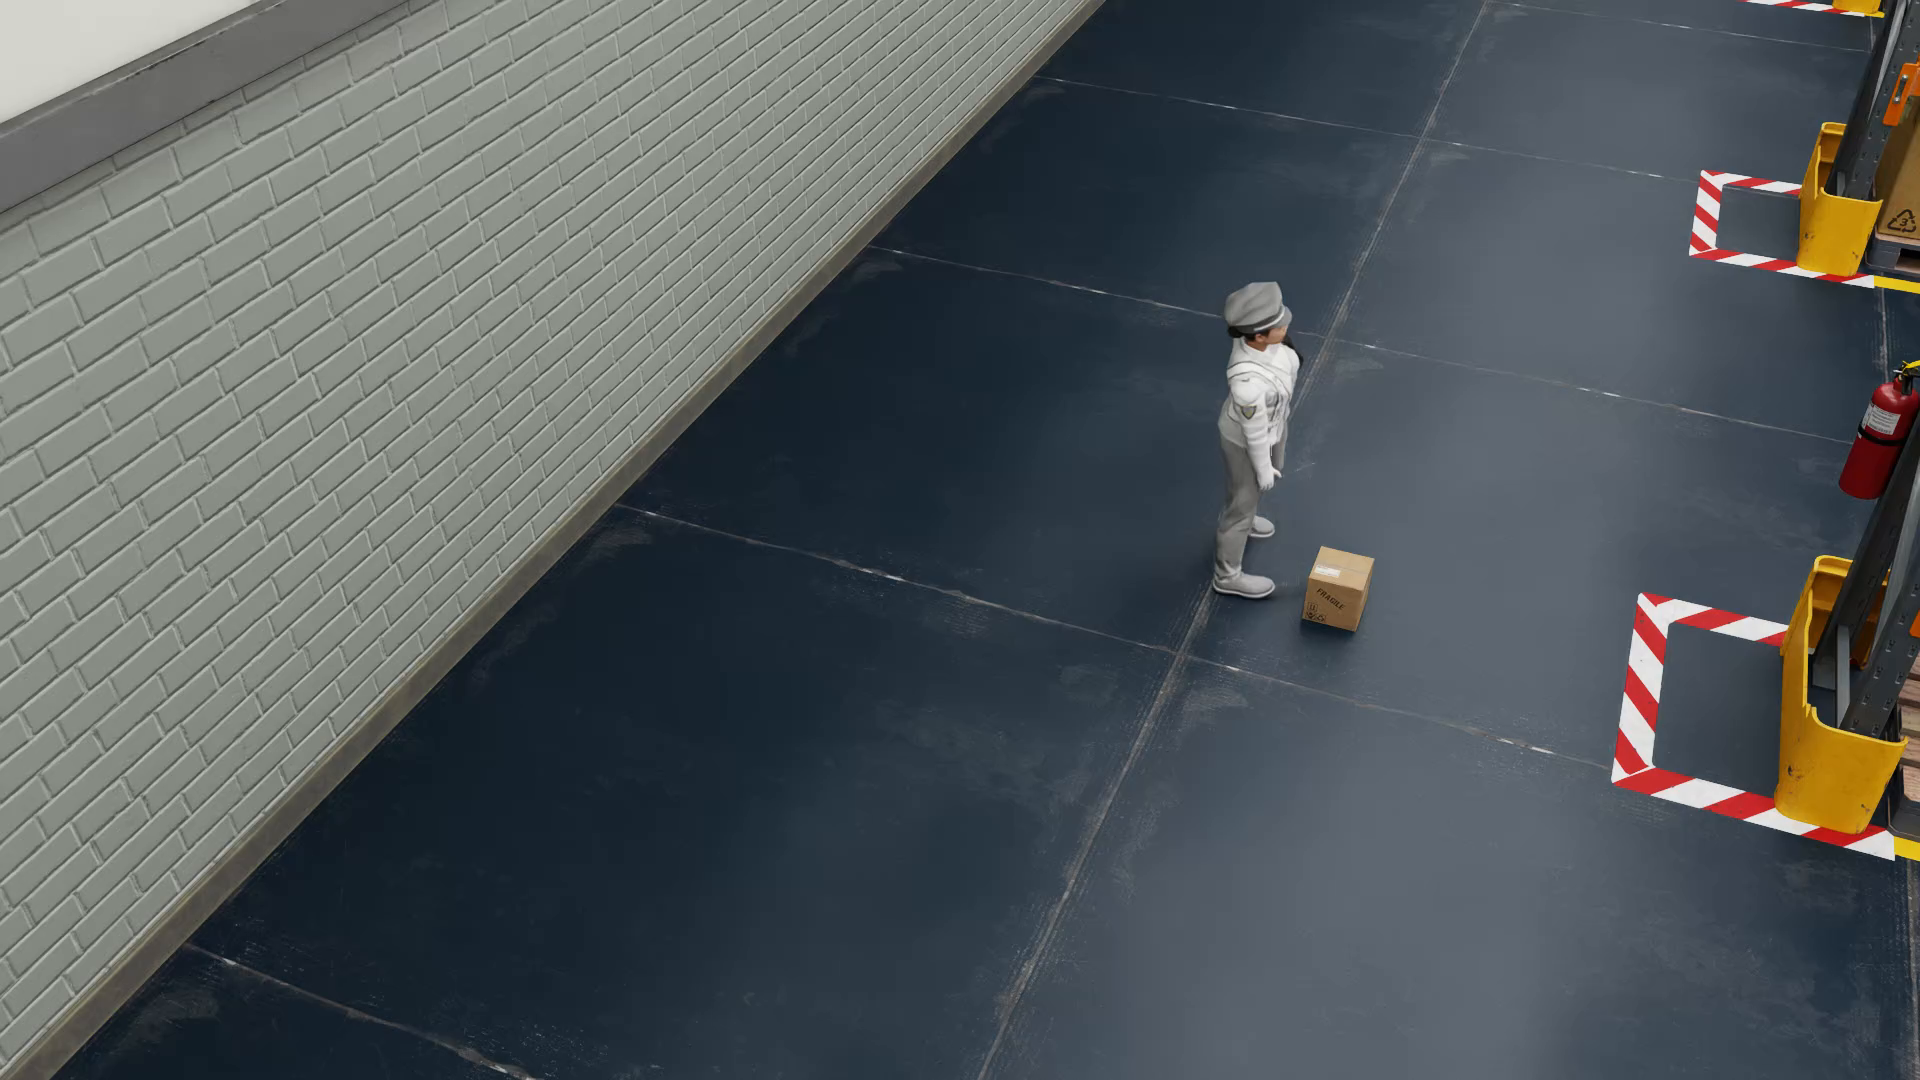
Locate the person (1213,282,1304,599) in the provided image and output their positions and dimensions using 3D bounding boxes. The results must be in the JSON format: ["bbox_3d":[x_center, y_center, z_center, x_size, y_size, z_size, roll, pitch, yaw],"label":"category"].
[{"bbox_3d":[1.325,-0.485,7.407,0.373,1.678,0.753,15,40,18],"label":"person"}]
